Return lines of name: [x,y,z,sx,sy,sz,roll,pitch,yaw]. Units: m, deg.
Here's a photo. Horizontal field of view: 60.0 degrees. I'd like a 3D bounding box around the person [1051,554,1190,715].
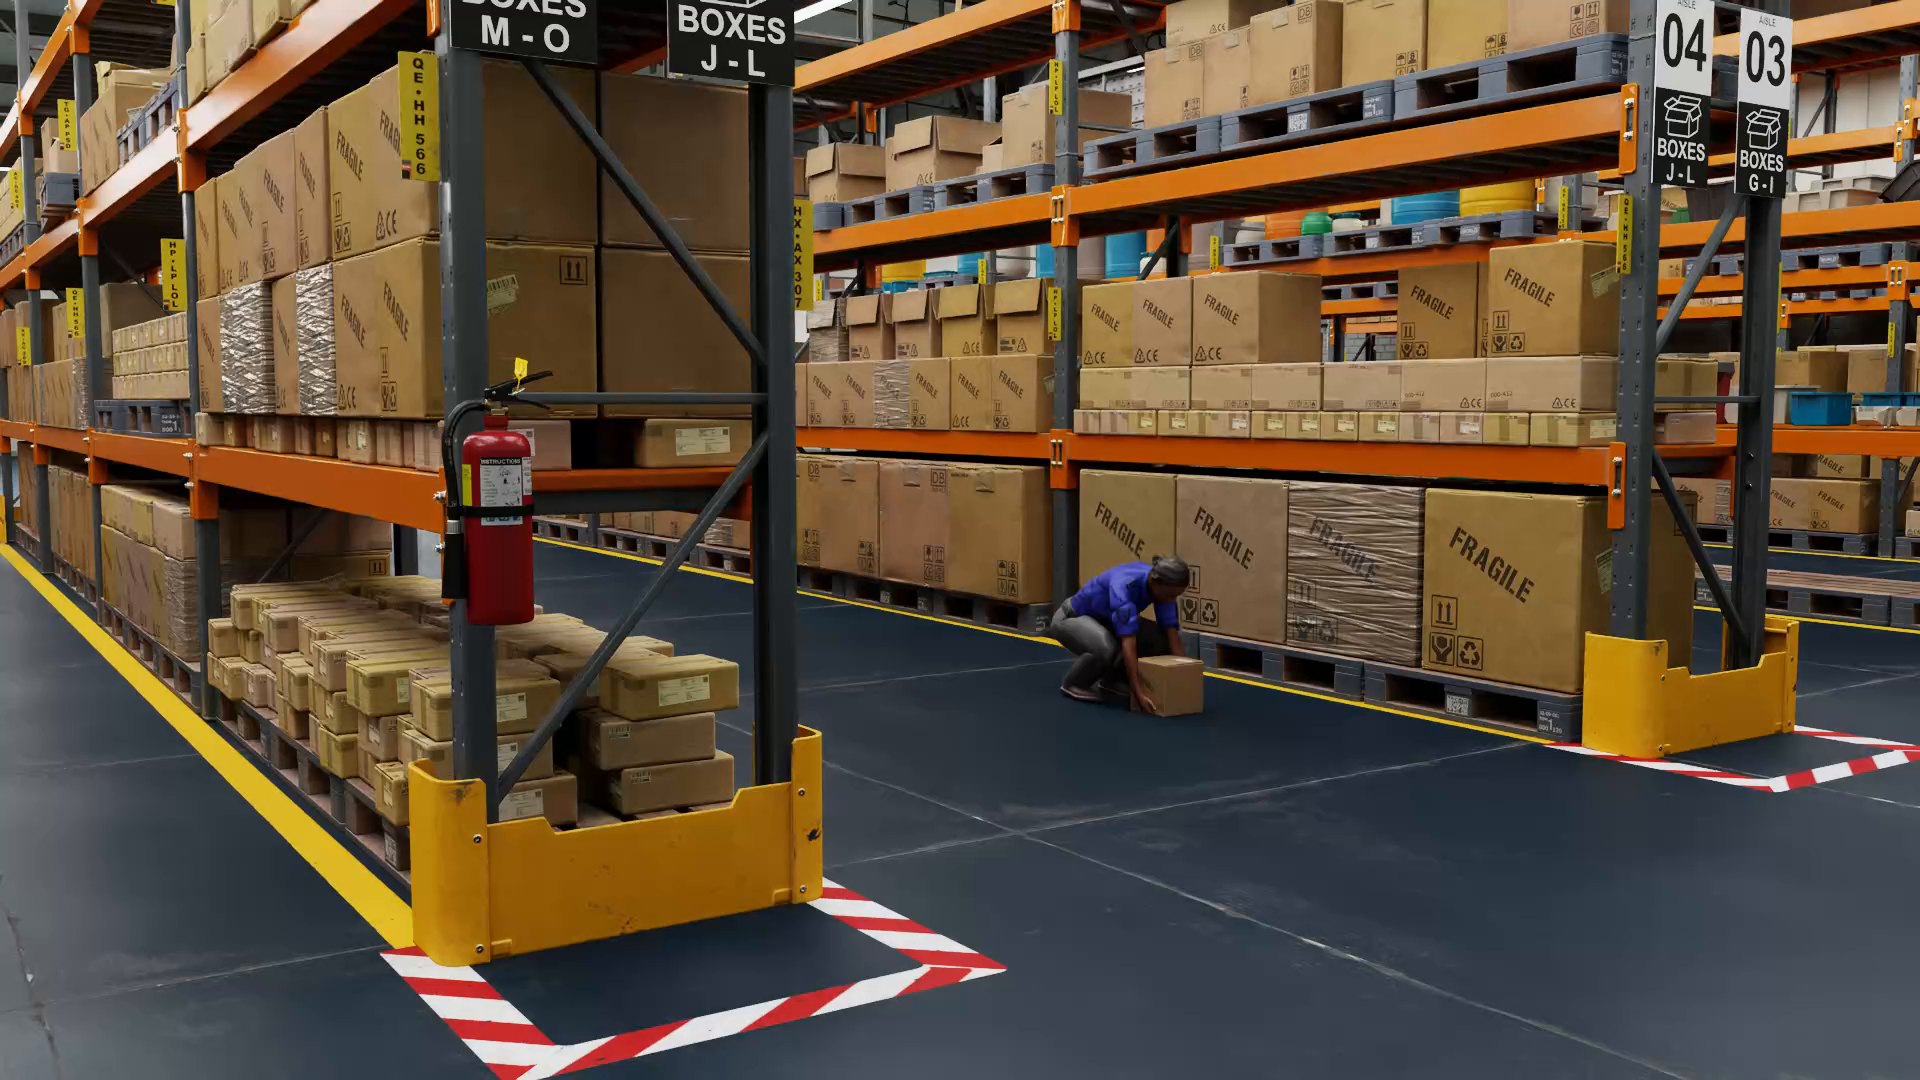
person: [0.822,0.458,8.339,0.483,0.809,0.830,-3,6,-34]
